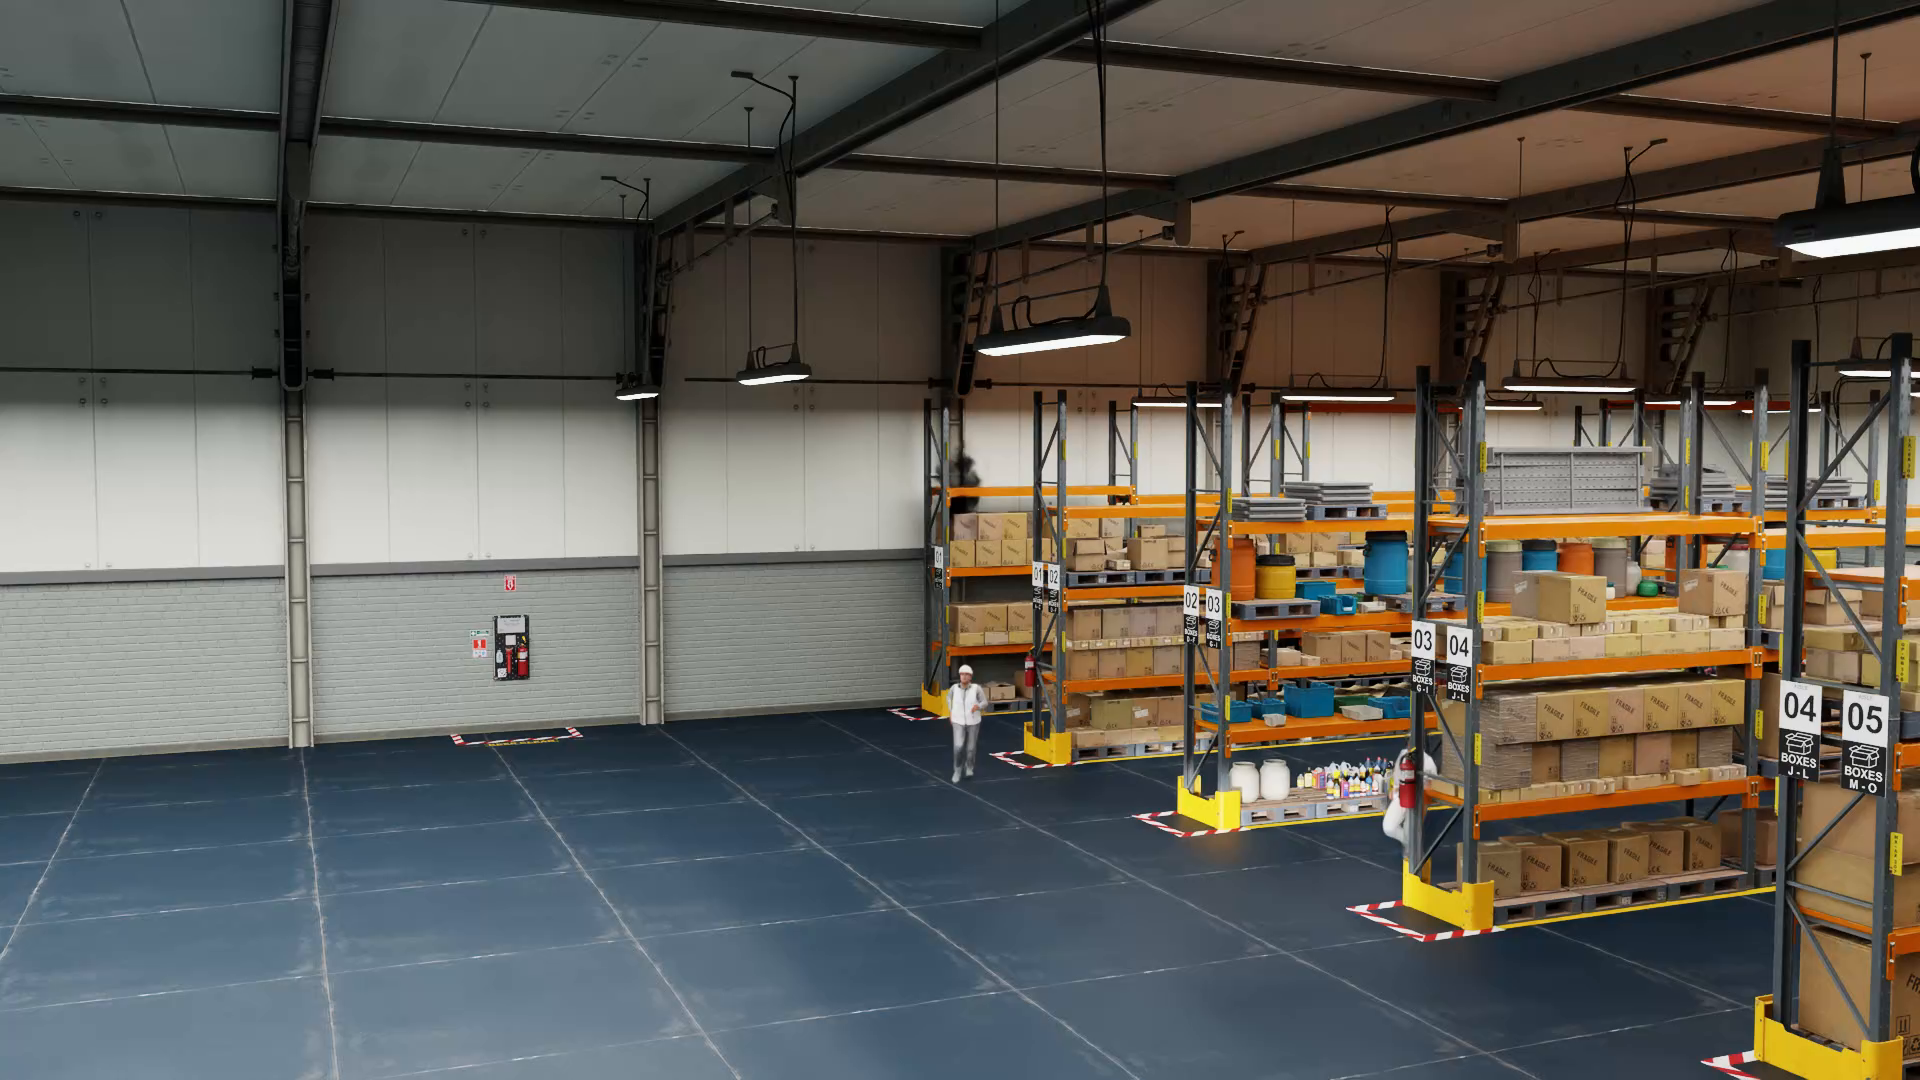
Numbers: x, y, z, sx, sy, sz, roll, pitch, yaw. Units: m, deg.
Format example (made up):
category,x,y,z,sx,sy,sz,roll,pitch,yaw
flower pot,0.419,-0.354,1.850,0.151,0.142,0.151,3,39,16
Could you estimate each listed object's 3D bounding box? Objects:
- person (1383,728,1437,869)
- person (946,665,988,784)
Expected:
category,x,y,z,sx,sy,sz,roll,pitch,yaw
person,5.412,3.118,20.044,0.560,1.723,0.663,-2,4,-36
person,0.107,2.798,25.280,0.649,1.810,0.755,0,3,3
